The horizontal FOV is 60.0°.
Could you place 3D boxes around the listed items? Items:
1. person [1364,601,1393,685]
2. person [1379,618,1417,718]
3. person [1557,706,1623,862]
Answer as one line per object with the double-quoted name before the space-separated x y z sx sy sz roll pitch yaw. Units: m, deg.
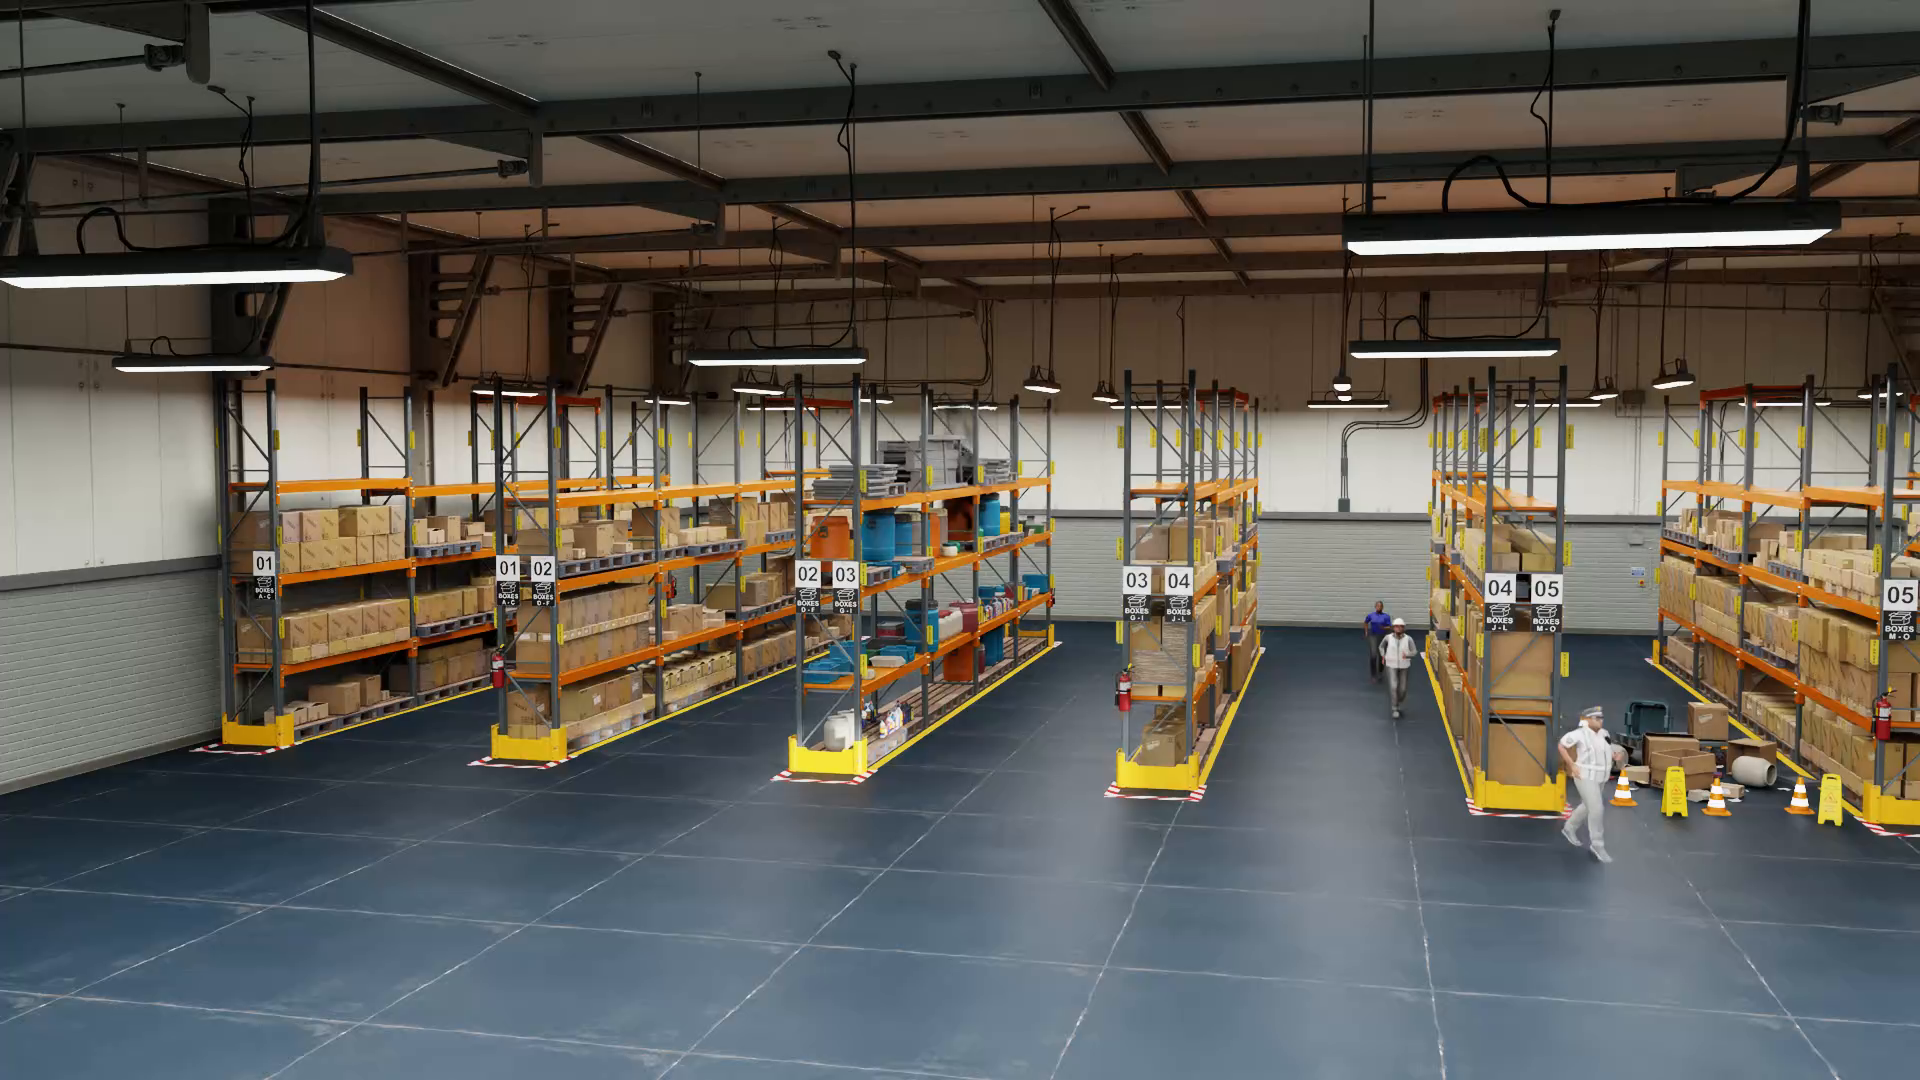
"person" 8.647 2.111 34.387 0.556 1.691 0.807 1 3 10
"person" 7.939 2.296 30.141 0.671 1.761 0.844 1 3 9
"person" 7.626 2.913 20.119 0.647 1.846 0.821 -2 4 -32
